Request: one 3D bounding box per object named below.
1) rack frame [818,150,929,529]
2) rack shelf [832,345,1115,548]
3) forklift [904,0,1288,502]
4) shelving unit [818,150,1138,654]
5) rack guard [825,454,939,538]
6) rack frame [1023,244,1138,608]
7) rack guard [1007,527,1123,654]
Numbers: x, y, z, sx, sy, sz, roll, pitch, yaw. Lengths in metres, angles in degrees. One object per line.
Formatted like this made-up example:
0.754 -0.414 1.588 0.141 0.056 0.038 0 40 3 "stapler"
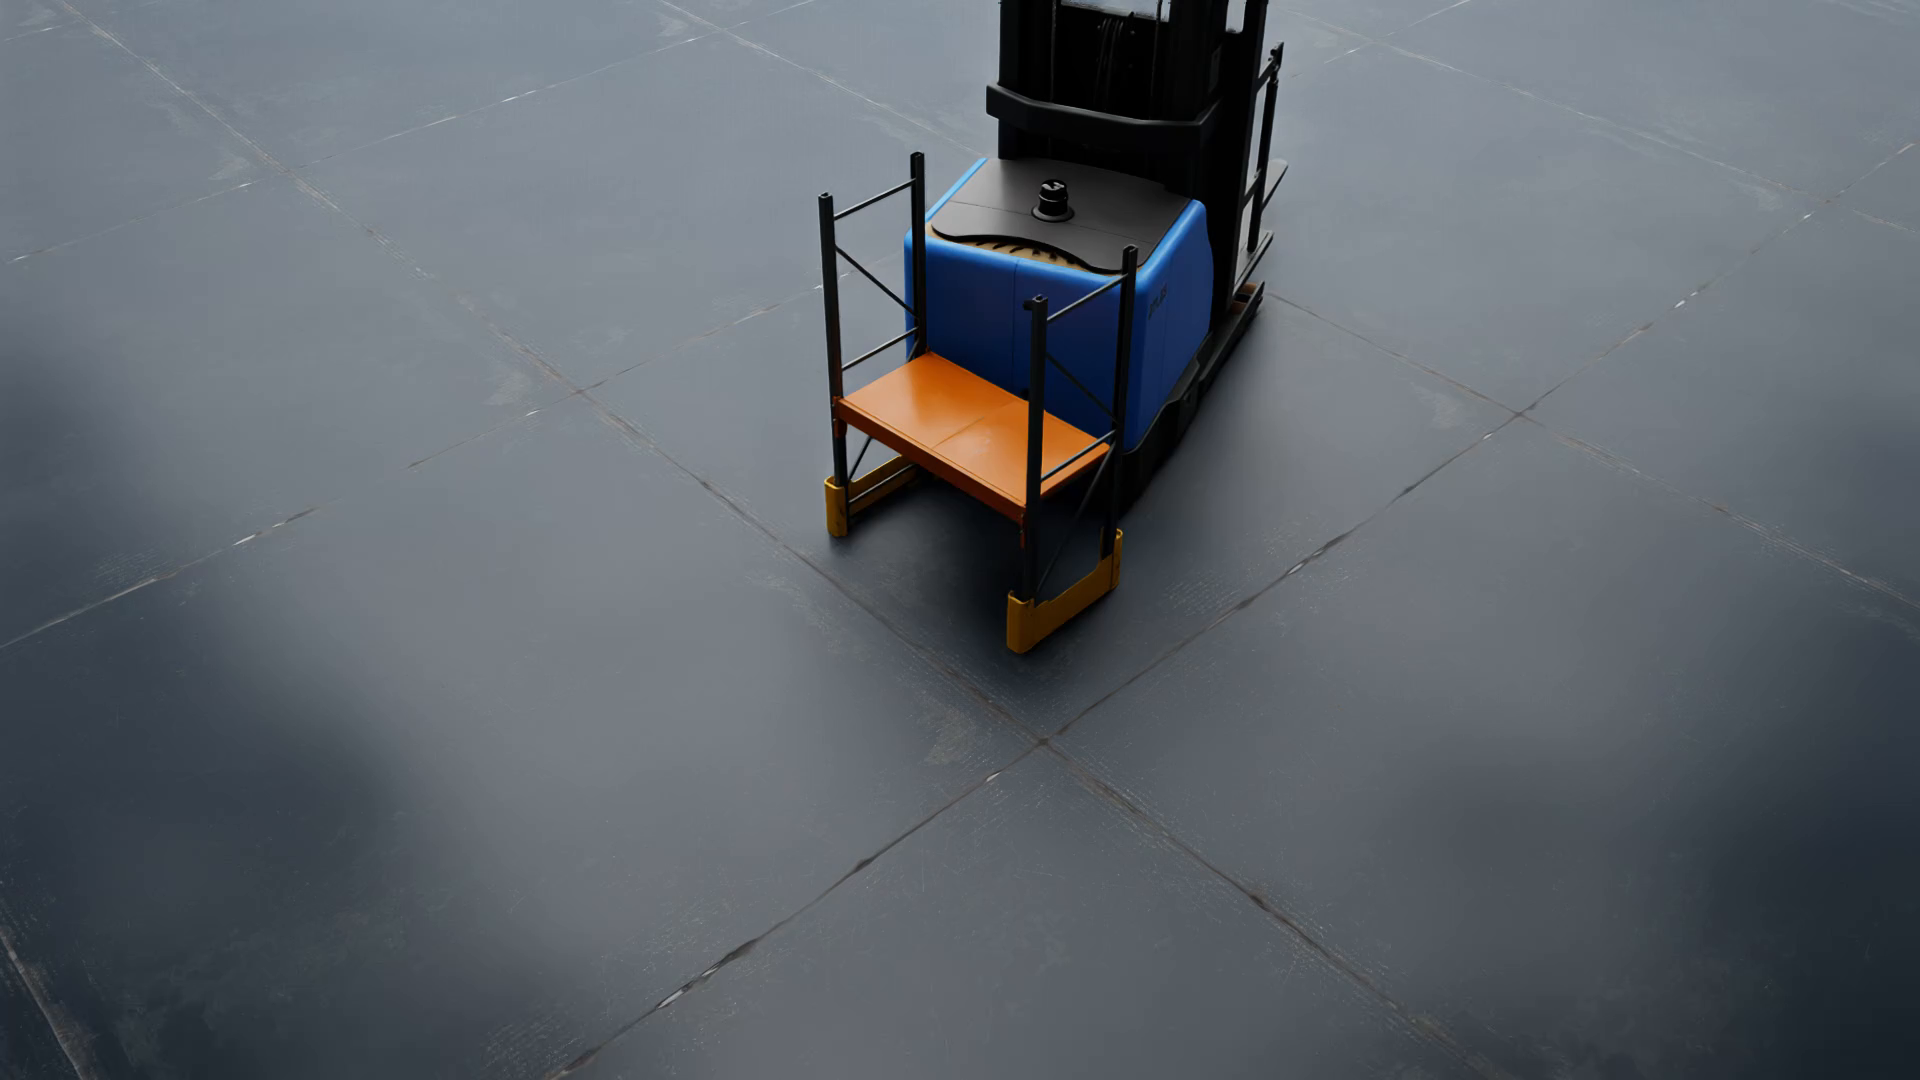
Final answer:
-0.316 -0.737 6.469 0.032 1.500 0.500 31 48 33 "rack frame"
0.049 -0.375 6.307 1.000 0.185 0.538 31 48 33 "rack shelf"
0.827 -2.219 7.165 1.130 2.935 3.031 16 42 19 "forklift"
0.042 -0.519 6.199 1.083 1.500 0.587 31 48 33 "shelving unit"
-0.316 -0.251 6.861 0.087 0.250 0.587 31 48 33 "rack guard"
0.414 -0.293 5.919 0.032 1.500 0.500 31 48 33 "rack frame"
0.400 0.184 6.323 0.087 0.250 0.587 31 48 33 "rack guard"
